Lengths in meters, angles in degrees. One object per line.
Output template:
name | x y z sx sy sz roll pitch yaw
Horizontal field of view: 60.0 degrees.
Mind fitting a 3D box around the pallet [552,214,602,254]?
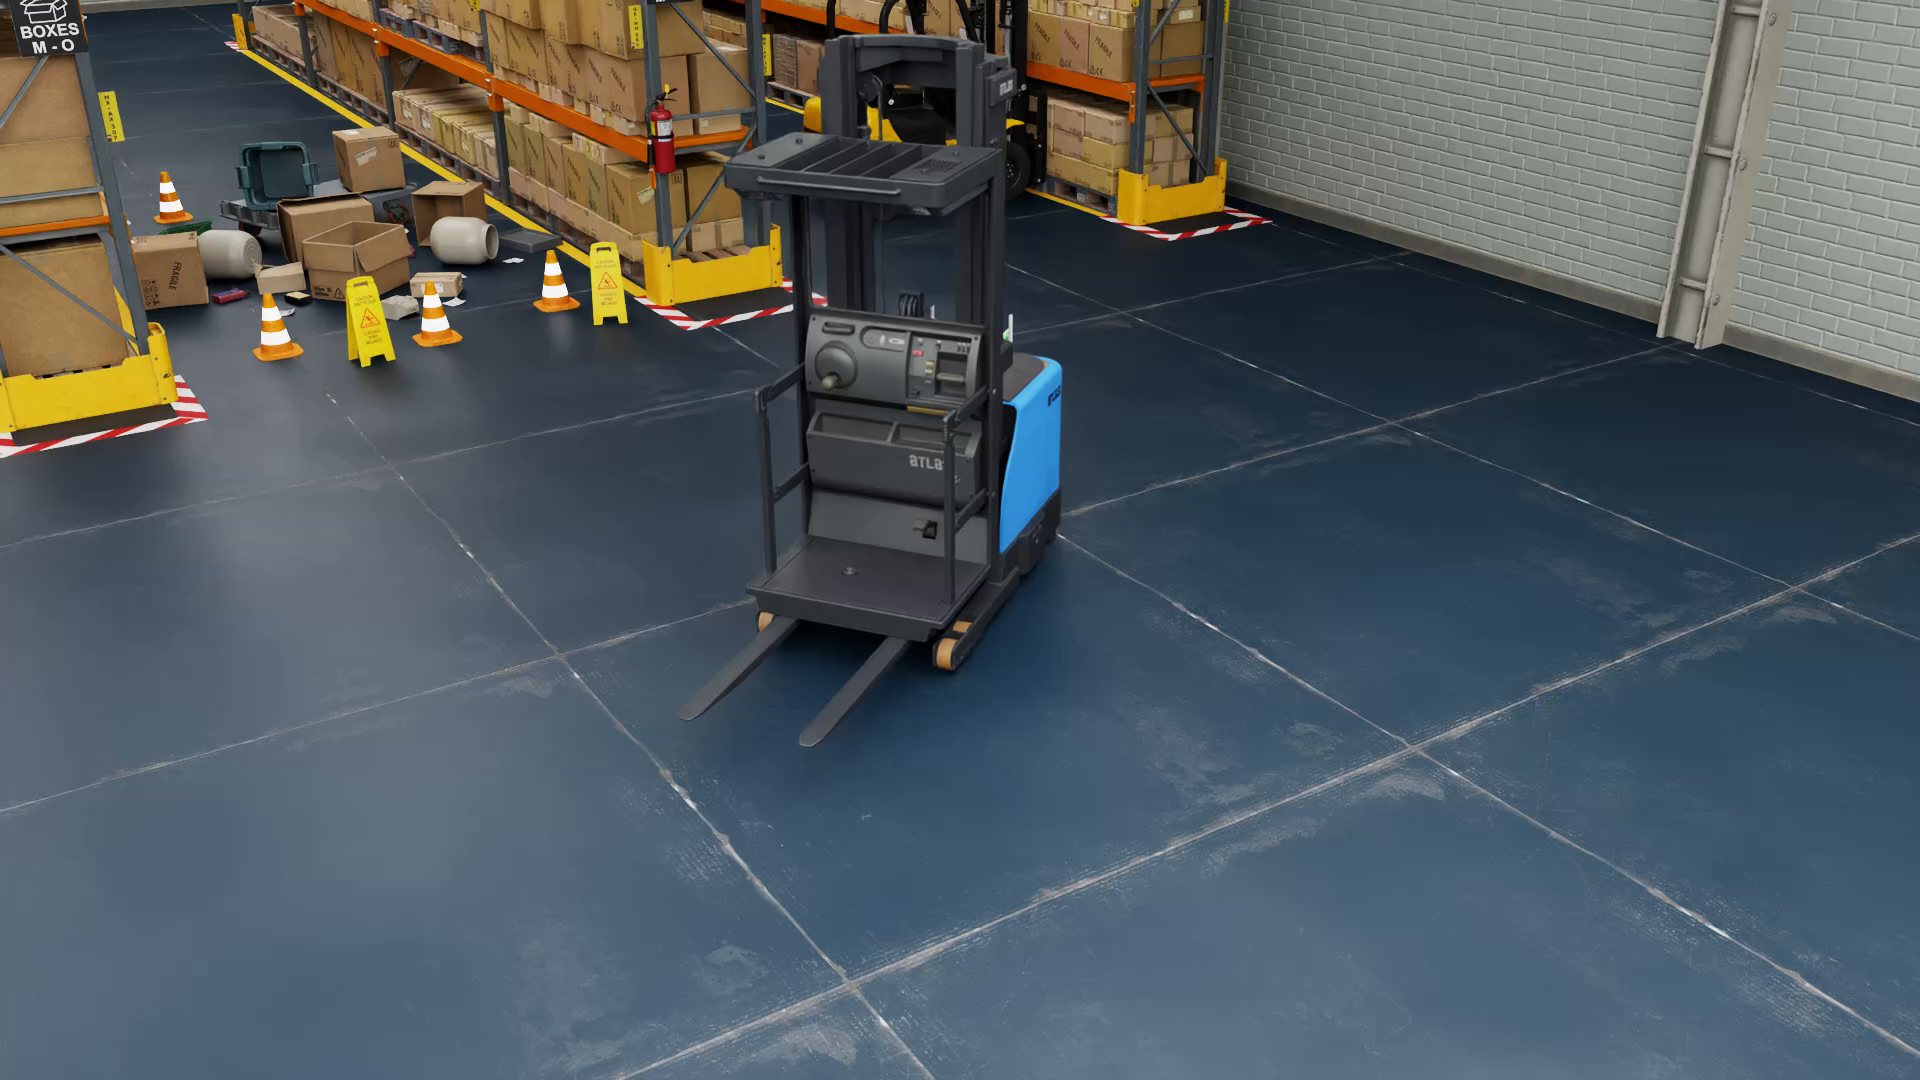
pallet | -3.174 -2.969 15.791 1.003 0.211 1.213 -16 29 -30

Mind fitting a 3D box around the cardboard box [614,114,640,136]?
cardboard box | -2.672 -3.503 13.951 0.380 0.149 0.250 -16 30 -30

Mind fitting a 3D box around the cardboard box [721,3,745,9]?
cardboard box | -3.266 -7.753 24.337 0.380 0.149 0.250 -15 29 -29

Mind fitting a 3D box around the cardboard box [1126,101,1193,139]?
cardboard box | 1.996 -4.240 16.777 0.500 0.250 0.500 -16 30 -30

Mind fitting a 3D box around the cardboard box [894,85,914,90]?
cardboard box | -0.378 -5.357 19.873 0.875 0.625 0.625 -14 29 -27

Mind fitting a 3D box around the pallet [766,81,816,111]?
pallet | -1.851 -5.923 22.049 1.003 0.211 1.213 -16 29 -30

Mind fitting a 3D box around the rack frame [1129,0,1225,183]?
rack frame | 2.100 -4.626 16.035 1.000 3.000 0.127 -16 29 -30

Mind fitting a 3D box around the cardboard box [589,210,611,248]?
cardboard box | -3.000 -2.828 14.955 0.500 0.250 0.500 -15 29 -29

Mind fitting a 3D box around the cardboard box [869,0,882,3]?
cardboard box | -0.853 -6.513 19.623 0.500 0.250 0.500 -16 30 -31

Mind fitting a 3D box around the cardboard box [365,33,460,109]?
cardboard box | -6.732 -5.825 20.572 0.875 0.875 0.875 -16 30 -30

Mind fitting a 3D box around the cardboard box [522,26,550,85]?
cardboard box | -3.677 -4.499 15.301 0.500 0.500 0.500 -16 30 -30

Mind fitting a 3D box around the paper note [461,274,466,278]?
paper note | -4.393 -2.332 14.679 0.032 0.001 0.123 -16 29 -30

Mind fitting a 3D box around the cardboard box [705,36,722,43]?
cardboard box | -2.369 -4.066 14.384 0.500 0.500 0.500 -15 29 -28

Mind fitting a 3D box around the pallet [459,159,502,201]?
pallet | -4.667 -3.916 17.797 1.003 0.211 1.213 -16 29 -30

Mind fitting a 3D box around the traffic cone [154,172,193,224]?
traffic cone | -7.800 -3.393 16.396 0.336 0.463 0.334 -16 29 -30

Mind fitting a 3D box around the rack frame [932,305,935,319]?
rack frame | -0.197 -0.809 10.058 0.015 1.200 0.240 9 27 19

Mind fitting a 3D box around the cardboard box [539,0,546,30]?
cardboard box | -3.309 -4.783 14.732 0.700 0.500 0.500 -16 29 -30

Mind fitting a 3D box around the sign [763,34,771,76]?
sign | -1.602 -3.986 13.665 0.100 0.325 0.005 -16 29 -30

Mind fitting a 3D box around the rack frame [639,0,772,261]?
rack frame | -2.057 -3.468 13.582 1.000 3.000 0.127 -16 29 -30

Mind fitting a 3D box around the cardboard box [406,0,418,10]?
cardboard box | -5.786 -6.111 18.223 0.500 0.500 0.500 -15 29 -29

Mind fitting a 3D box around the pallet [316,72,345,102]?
pallet | -8.123 -6.240 22.722 1.003 0.211 1.213 -16 29 -30

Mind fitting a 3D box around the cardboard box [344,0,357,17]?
cardboard box | -7.210 -6.561 20.310 0.500 0.250 0.500 -15 29 -29

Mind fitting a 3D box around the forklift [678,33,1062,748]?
forklift | -0.416 -0.869 8.158 1.130 2.935 3.031 9 27 19

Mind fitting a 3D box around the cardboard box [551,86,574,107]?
cardboard box | -3.486 -4.054 15.118 0.380 0.149 0.250 -16 29 -30

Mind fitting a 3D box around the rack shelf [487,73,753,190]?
rack shelf | -3.149 -3.858 15.251 1.077 0.370 4.000 -16 29 -30

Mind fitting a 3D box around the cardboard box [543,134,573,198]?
cardboard box | -3.561 -3.536 15.576 0.500 0.500 0.500 -14 29 -27

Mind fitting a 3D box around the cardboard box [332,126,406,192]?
cardboard box | -5.716 -3.685 16.083 0.500 0.500 0.500 -16 29 -30

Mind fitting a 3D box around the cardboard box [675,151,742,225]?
cardboard box | -2.279 -3.115 14.685 0.500 0.500 0.500 -17 30 -31

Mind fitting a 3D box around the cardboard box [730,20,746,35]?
cardboard box | -2.924 -7.048 22.843 0.380 0.149 0.250 -17 30 -32

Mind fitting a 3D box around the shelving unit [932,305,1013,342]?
shelving unit | 0.031 -0.772 9.979 0.503 1.200 0.258 9 27 19

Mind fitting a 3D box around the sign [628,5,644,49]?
sign | -2.533 -4.012 13.009 0.100 0.325 0.005 -16 29 -30

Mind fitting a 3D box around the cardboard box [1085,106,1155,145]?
cardboard box | 1.587 -4.117 16.514 0.500 0.250 0.500 -14 29 -28

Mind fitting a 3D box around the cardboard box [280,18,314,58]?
cardboard box | -9.350 -7.361 24.338 0.875 0.438 0.875 -17 30 -31

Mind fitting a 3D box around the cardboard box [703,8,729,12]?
cardboard box | -3.541 -7.538 23.881 0.380 0.149 0.250 -15 29 -29

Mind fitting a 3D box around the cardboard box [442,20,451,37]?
cardboard box | -5.195 -5.367 17.408 0.380 0.149 0.250 -15 29 -29

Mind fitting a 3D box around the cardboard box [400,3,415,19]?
cardboard box | -6.033 -5.925 18.590 0.380 0.149 0.250 -15 29 -29

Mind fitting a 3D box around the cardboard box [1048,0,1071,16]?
cardboard box | 1.110 -5.390 16.778 0.380 0.149 0.250 -17 30 -31

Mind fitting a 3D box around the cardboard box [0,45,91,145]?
cardboard box | -6.319 -2.976 11.100 0.875 0.550 0.550 -16 29 -30

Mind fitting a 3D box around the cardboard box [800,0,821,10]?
cardboard box | -1.672 -6.840 20.901 0.500 0.250 0.500 -17 30 -31

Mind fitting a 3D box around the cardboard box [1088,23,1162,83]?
cardboard box | 1.611 -4.786 16.257 0.500 0.500 0.500 -16 30 -31

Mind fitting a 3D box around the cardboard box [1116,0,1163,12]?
cardboard box | 1.728 -5.178 15.979 0.380 0.149 0.250 -15 29 -29

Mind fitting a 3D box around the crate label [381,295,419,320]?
crate label | -4.598 -1.913 13.642 0.298 0.136 0.250 12 28 24

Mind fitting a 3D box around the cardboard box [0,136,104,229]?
cardboard box | -6.390 -2.468 11.289 0.875 0.550 0.550 -16 29 -30

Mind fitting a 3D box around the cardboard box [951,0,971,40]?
cardboard box | 0.238 -5.700 18.193 0.500 0.500 0.500 -15 29 -29

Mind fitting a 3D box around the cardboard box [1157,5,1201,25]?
cardboard box | 2.132 -5.146 16.260 0.380 0.149 0.250 -16 30 -31

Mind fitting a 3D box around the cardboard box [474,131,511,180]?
cardboard box | -4.529 -4.087 17.480 0.950 0.372 0.625 -15 29 -29

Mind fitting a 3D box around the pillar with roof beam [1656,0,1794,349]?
pillar with roof beam | 2.143 -4.649 9.056 9.100 9.000 0.400 -16 29 -30

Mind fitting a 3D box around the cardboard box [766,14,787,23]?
cardboard box | -2.616 -7.271 23.314 0.380 0.149 0.250 -15 29 -29

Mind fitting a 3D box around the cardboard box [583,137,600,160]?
cardboard box | -3.104 -3.479 14.696 0.380 0.149 0.250 -15 29 -29

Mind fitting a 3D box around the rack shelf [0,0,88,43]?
rack shelf | -7.241 -4.025 12.090 1.077 0.370 4.000 -16 29 -30

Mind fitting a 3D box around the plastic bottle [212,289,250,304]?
plastic bottle | -6.157 -2.068 14.058 0.133 0.061 0.283 18 31 33

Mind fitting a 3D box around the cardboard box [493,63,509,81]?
cardboard box | -4.337 -4.597 16.269 0.380 0.149 0.250 -16 29 -30
